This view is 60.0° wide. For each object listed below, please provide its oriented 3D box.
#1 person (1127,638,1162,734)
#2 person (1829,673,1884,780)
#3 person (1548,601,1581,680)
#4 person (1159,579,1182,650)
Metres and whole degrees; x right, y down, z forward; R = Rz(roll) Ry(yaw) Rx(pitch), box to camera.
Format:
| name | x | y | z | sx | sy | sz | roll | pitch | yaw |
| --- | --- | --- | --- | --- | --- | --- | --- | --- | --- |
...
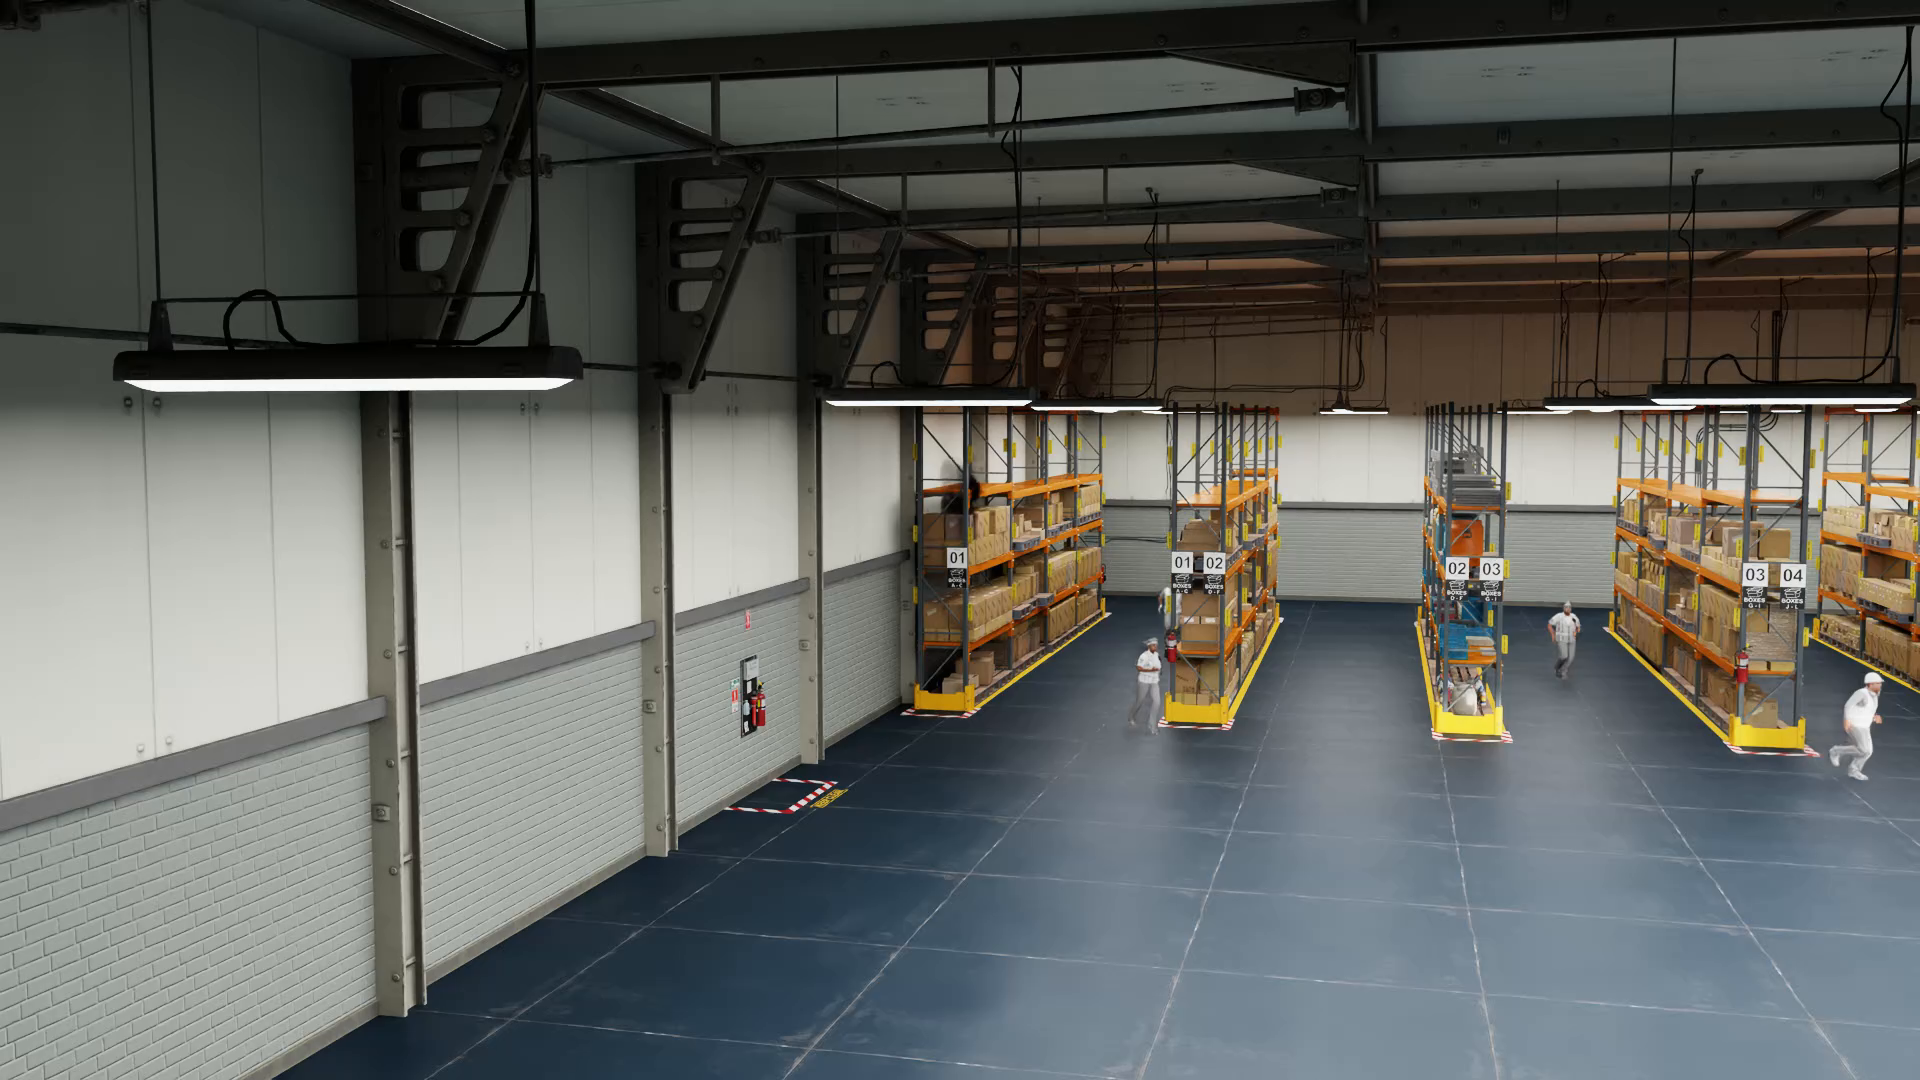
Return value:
| name | x | y | z | sx | sy | sz | roll | pitch | yaw |
| --- | --- | --- | --- | --- | --- | --- | --- | --- | --- |
| person | 3.429 | 2.637 | 30.364 | 0.583 | 1.749 | 0.761 | -3 | 5 | -31 |
| person | 14.236 | 2.931 | 26.386 | 0.760 | 1.704 | 0.642 | 4 | 6 | 44 |
| person | 13.158 | 2.185 | 36.074 | 0.651 | 1.735 | 0.602 | 0 | 4 | 0 |
| person | 5.225 | 1.813 | 40.932 | 0.669 | 1.790 | 0.708 | 1 | 4 | 7 |
